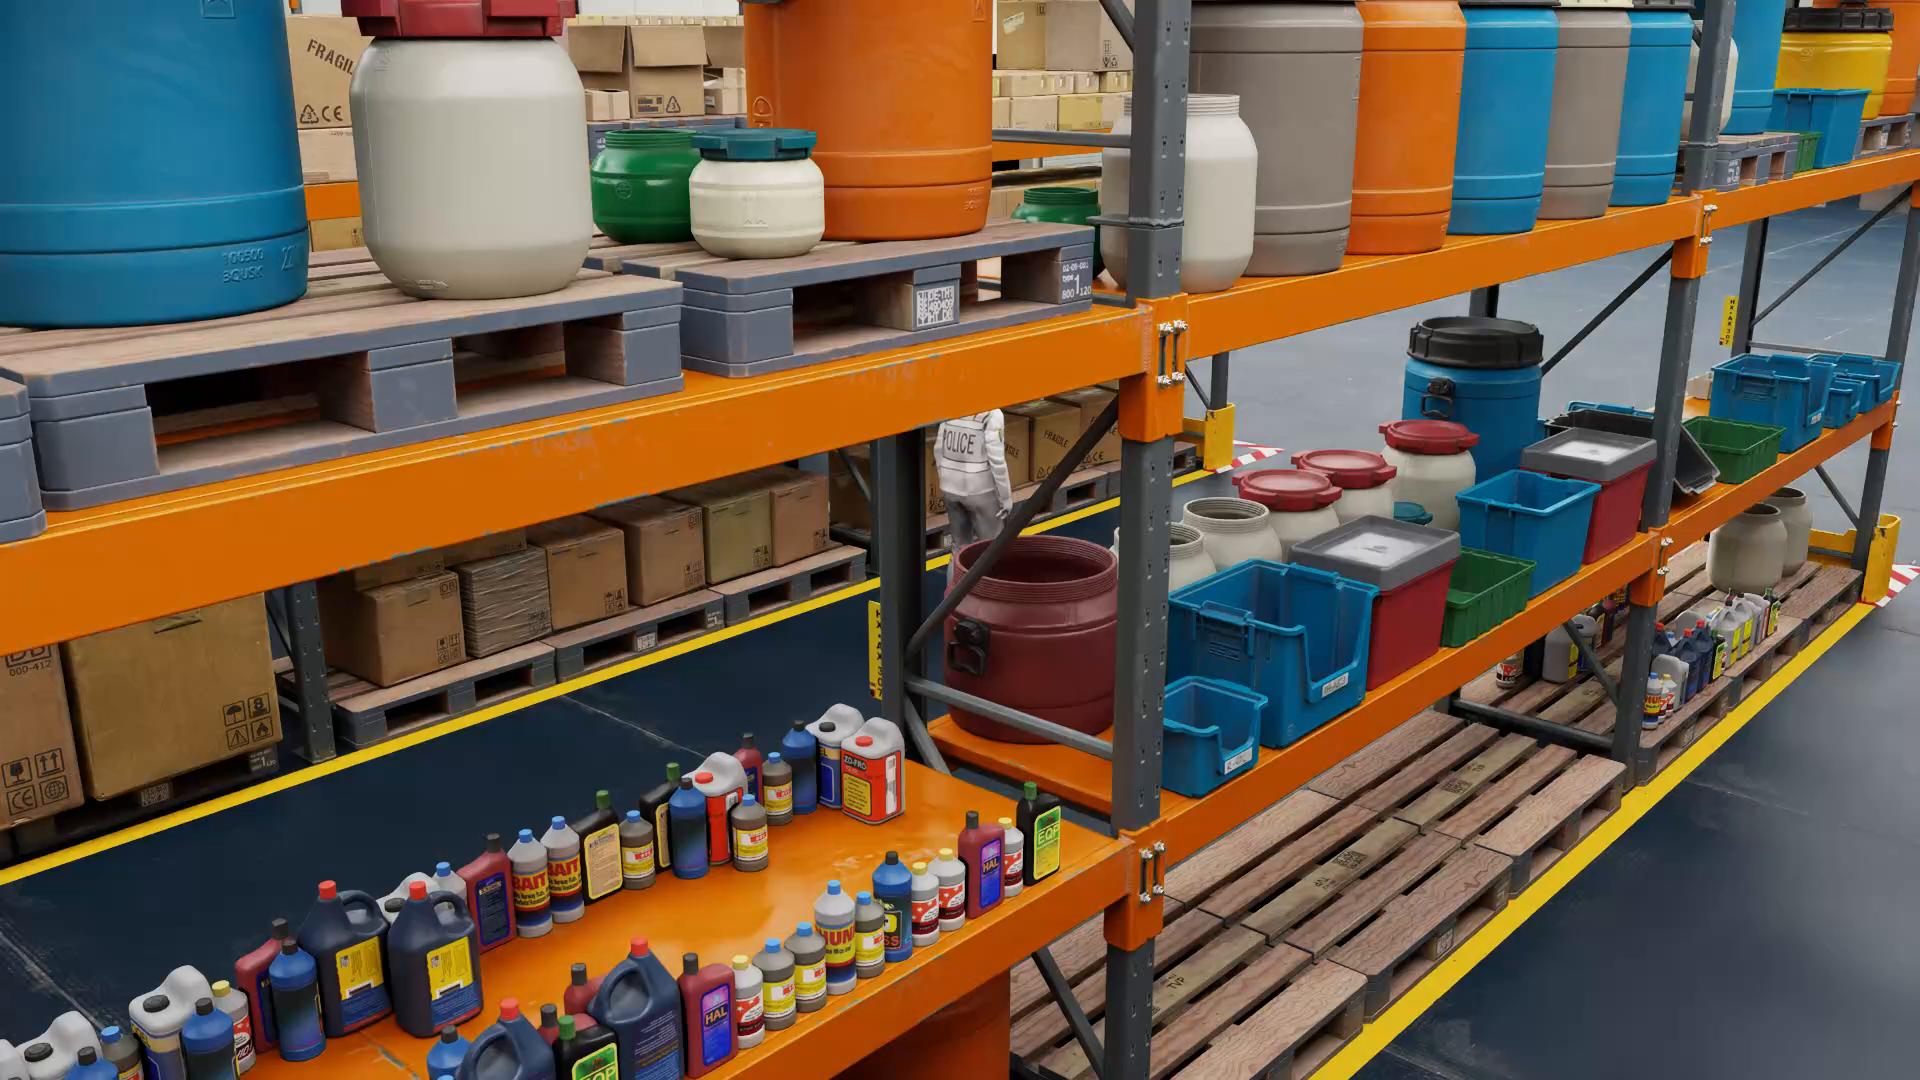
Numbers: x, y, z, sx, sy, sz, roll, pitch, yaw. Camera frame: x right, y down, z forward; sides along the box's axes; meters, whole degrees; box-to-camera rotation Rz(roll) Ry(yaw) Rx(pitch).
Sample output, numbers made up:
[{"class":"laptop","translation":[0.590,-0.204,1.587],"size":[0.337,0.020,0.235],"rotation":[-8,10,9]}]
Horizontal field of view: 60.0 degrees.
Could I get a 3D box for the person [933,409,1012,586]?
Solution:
[{"class":"person","translation":[0.084,-0.285,9.968],"size":[0.533,1.663,0.379],"rotation":[14,22,39]}]
